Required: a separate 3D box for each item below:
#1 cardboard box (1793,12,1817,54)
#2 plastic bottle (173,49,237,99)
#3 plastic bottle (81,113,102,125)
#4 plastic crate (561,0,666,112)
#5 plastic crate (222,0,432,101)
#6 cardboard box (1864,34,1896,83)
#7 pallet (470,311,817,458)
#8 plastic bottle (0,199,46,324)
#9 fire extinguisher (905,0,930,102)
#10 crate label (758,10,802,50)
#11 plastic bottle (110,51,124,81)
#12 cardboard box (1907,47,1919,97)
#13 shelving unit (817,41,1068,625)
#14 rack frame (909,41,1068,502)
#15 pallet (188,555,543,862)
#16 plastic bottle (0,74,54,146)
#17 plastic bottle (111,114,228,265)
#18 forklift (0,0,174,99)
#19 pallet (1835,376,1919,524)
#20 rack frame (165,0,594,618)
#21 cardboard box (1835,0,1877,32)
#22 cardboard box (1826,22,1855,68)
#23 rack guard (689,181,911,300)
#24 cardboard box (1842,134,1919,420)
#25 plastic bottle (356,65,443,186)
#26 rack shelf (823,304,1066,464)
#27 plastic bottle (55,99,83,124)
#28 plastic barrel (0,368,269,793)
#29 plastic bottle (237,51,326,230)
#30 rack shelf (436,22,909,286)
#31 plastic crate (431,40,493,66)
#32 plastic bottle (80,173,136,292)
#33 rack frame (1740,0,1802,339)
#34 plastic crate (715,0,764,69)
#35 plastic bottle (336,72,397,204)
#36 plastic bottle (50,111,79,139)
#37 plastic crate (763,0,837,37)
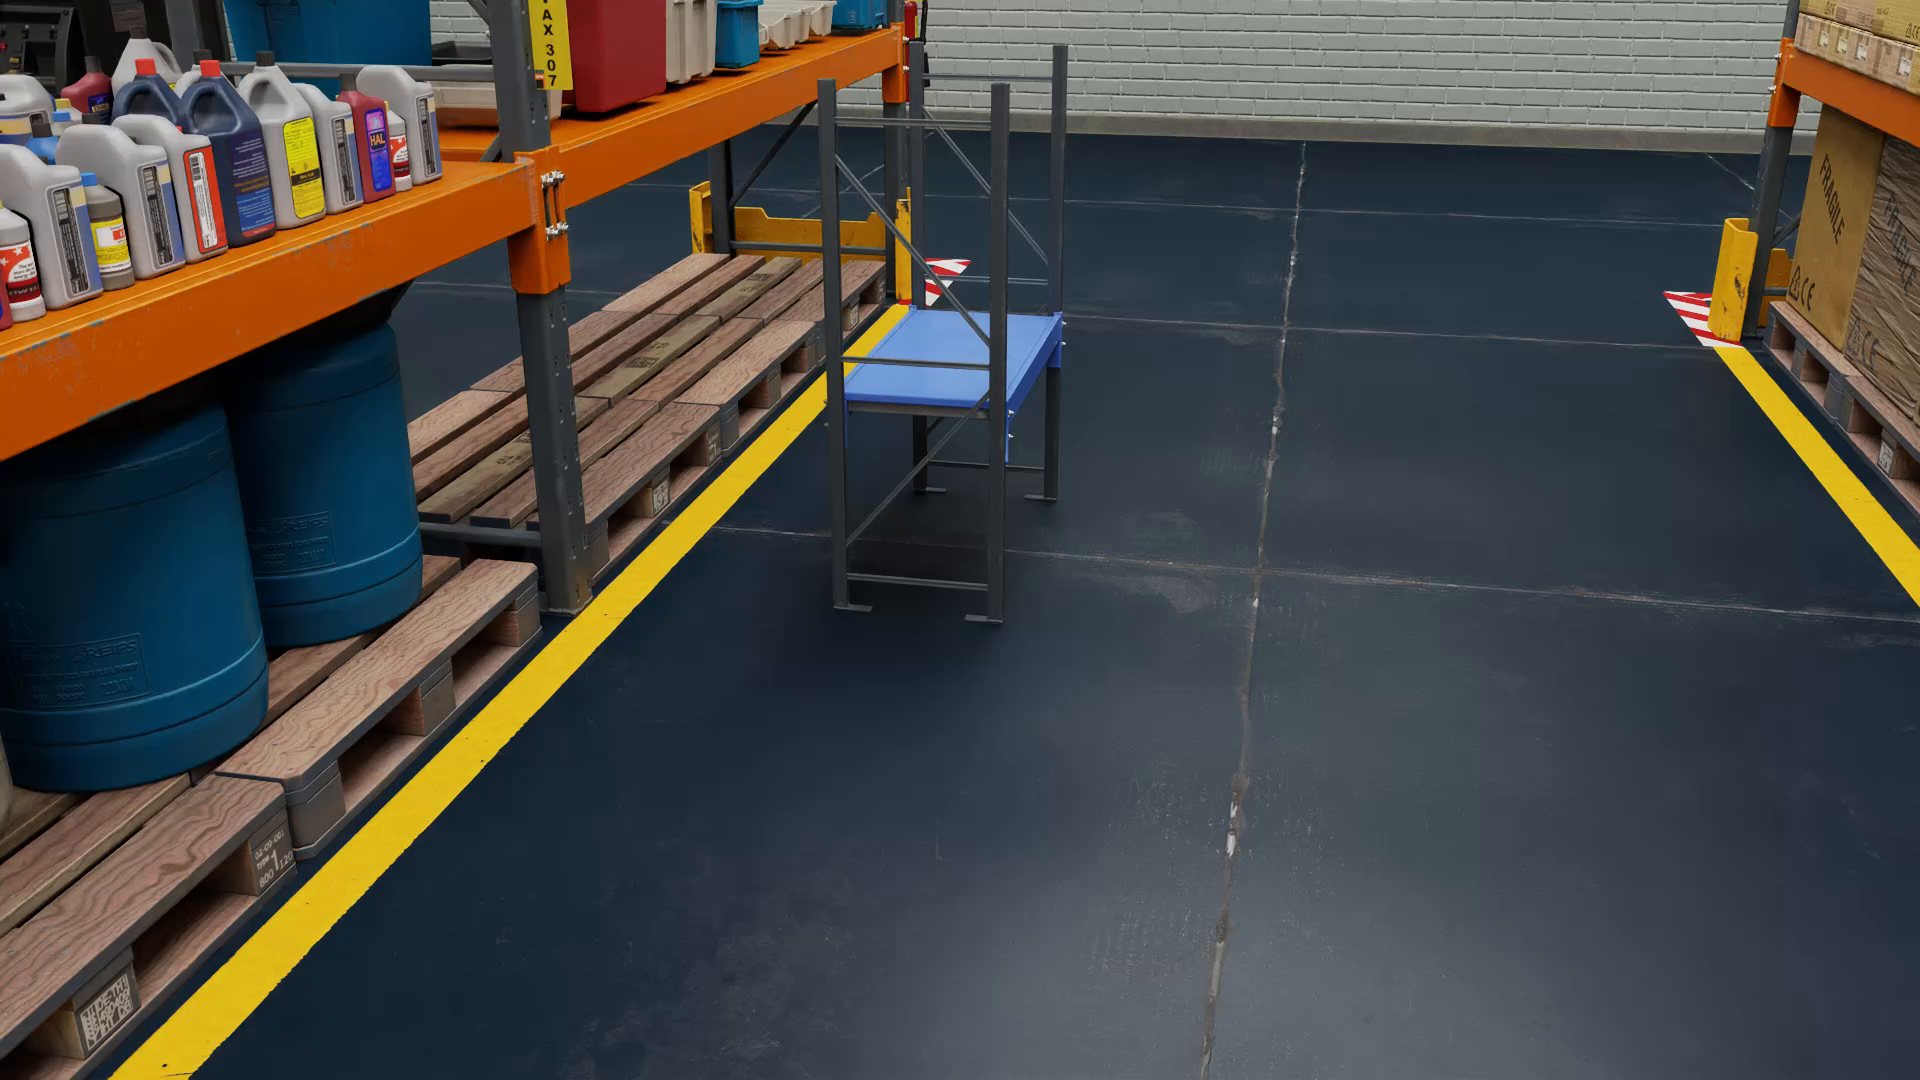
[{"bbox_3d":[3.686,-2.091,6.866,0.380,0.149,0.250,5,22,12],"label":"cardboard box"},{"bbox_3d":[-1.591,-0.854,3.524,0.144,0.351,0.185,4,22,11],"label":"plastic bottle"},{"bbox_3d":[-1.650,-0.683,3.206,0.097,0.271,0.097,0,22,0],"label":"plastic bottle"},{"bbox_3d":[-1.155,-1.591,5.124,0.402,0.464,0.583,4,22,11],"label":"plastic crate"},{"bbox_3d":[-1.822,-1.444,4.864,0.392,0.384,0.575,4,22,11],"label":"plastic crate"},{"bbox_3d":[3.479,-1.715,5.932,0.380,0.149,0.250,4,22,10],"label":"cardboard box"},{"bbox_3d":[-1.224,-0.652,6.691,1.003,0.211,1.213,4,22,11],"label":"pallet"},{"bbox_3d":[-1.596,-0.469,2.769,0.097,0.201,0.097,0,22,0],"label":"plastic bottle"},{"bbox_3d":[-0.291,-2.501,8.151,0.296,0.674,0.183,4,22,11],"label":"fire extinguisher"},{"bbox_3d":[-0.862,-2.074,6.761,0.396,0.136,0.243,4,22,11],"label":"crate label"},{"bbox_3d":[-2.076,-1.071,4.153,0.061,0.283,0.133,4,22,11],"label":"plastic bottle"},{"bbox_3d":[3.374,-1.528,5.469,0.380,0.149,0.250,4,22,10],"label":"cardboard box"},{"bbox_3d":[-0.017,-0.665,4.996,0.538,1.500,1.048,4,22,11],"label":"shelving unit"},{"bbox_3d":[0.086,-0.850,5.458,0.500,1.500,0.032,4,22,11],"label":"rack frame"},{"bbox_3d":[-1.781,0.346,4.212,1.003,0.211,1.213,4,22,11],"label":"pallet"},{"bbox_3d":[-2.125,-0.895,3.727,0.152,0.276,0.135,4,22,11],"label":"plastic bottle"},{"bbox_3d":[-1.525,-0.682,3.198,0.152,0.276,0.135,4,22,11],"label":"plastic bottle"},{"bbox_3d":[-3.388,-1.580,5.353,1.130,2.935,3.031,7,23,17],"label":"forklift"},{"bbox_3d":[3.744,-0.275,5.754,1.003,0.211,1.213,4,22,11],"label":"pallet"},{"bbox_3d":[-1.583,-1.227,4.384,1.000,3.000,0.127,4,22,11],"label":"rack frame"},{"bbox_3d":[3.620,-2.035,6.193,0.500,0.250,0.500,4,22,10],"label":"cardboard box"},{"bbox_3d":[3.584,-1.903,6.400,0.380,0.149,0.250,4,22,10],"label":"cardboard box"},{"bbox_3d":[-0.775,-1.540,8.507,1.175,0.500,0.348,4,22,11],"label":"rack guard"},{"bbox_3d":[3.844,-0.948,5.975,0.875,0.875,0.875,4,22,11],"label":"cardboard box"},{"bbox_3d":[-1.347,-1.000,3.988,0.152,0.276,0.135,4,22,11],"label":"plastic bottle"},{"bbox_3d":[-0.017,-0.498,5.063,0.538,0.185,1.000,4,22,11],"label":"rack shelf"},{"bbox_3d":[-2.108,-0.940,3.939,0.097,0.201,0.097,0,22,0],"label":"plastic bottle"},{"bbox_3d":[-1.855,0.009,3.564,0.600,0.901,0.708,4,22,11],"label":"plastic barrel"},{"bbox_3d":[-1.450,-0.843,3.496,0.144,0.351,0.185,4,22,11],"label":"plastic bottle"},{"bbox_3d":[-1.175,-1.624,6.334,1.077,0.370,4.000,4,22,11],"label":"rack shelf"},{"bbox_3d":[-1.618,-1.557,5.491,0.437,0.125,0.590,4,22,11],"label":"plastic crate"},{"bbox_3d":[-1.549,-0.554,2.980,0.097,0.201,0.097,0,22,0],"label":"plastic bottle"},{"bbox_3d":[4.082,-2.312,7.079,1.000,3.000,0.127,4,22,11],"label":"rack frame"},{"bbox_3d":[-0.935,-1.869,6.123,0.416,0.233,0.300,4,22,11],"label":"plastic crate"},{"bbox_3d":[-1.350,-0.916,3.768,0.061,0.283,0.133,4,22,11],"label":"plastic bottle"},{"bbox_3d":[-1.999,-0.858,3.734,0.097,0.201,0.097,0,22,0],"label":"plastic bottle"},{"bbox_3d":[-0.756,-2.283,7.279,0.396,0.136,0.243,4,22,11],"label":"plastic crate"}]
